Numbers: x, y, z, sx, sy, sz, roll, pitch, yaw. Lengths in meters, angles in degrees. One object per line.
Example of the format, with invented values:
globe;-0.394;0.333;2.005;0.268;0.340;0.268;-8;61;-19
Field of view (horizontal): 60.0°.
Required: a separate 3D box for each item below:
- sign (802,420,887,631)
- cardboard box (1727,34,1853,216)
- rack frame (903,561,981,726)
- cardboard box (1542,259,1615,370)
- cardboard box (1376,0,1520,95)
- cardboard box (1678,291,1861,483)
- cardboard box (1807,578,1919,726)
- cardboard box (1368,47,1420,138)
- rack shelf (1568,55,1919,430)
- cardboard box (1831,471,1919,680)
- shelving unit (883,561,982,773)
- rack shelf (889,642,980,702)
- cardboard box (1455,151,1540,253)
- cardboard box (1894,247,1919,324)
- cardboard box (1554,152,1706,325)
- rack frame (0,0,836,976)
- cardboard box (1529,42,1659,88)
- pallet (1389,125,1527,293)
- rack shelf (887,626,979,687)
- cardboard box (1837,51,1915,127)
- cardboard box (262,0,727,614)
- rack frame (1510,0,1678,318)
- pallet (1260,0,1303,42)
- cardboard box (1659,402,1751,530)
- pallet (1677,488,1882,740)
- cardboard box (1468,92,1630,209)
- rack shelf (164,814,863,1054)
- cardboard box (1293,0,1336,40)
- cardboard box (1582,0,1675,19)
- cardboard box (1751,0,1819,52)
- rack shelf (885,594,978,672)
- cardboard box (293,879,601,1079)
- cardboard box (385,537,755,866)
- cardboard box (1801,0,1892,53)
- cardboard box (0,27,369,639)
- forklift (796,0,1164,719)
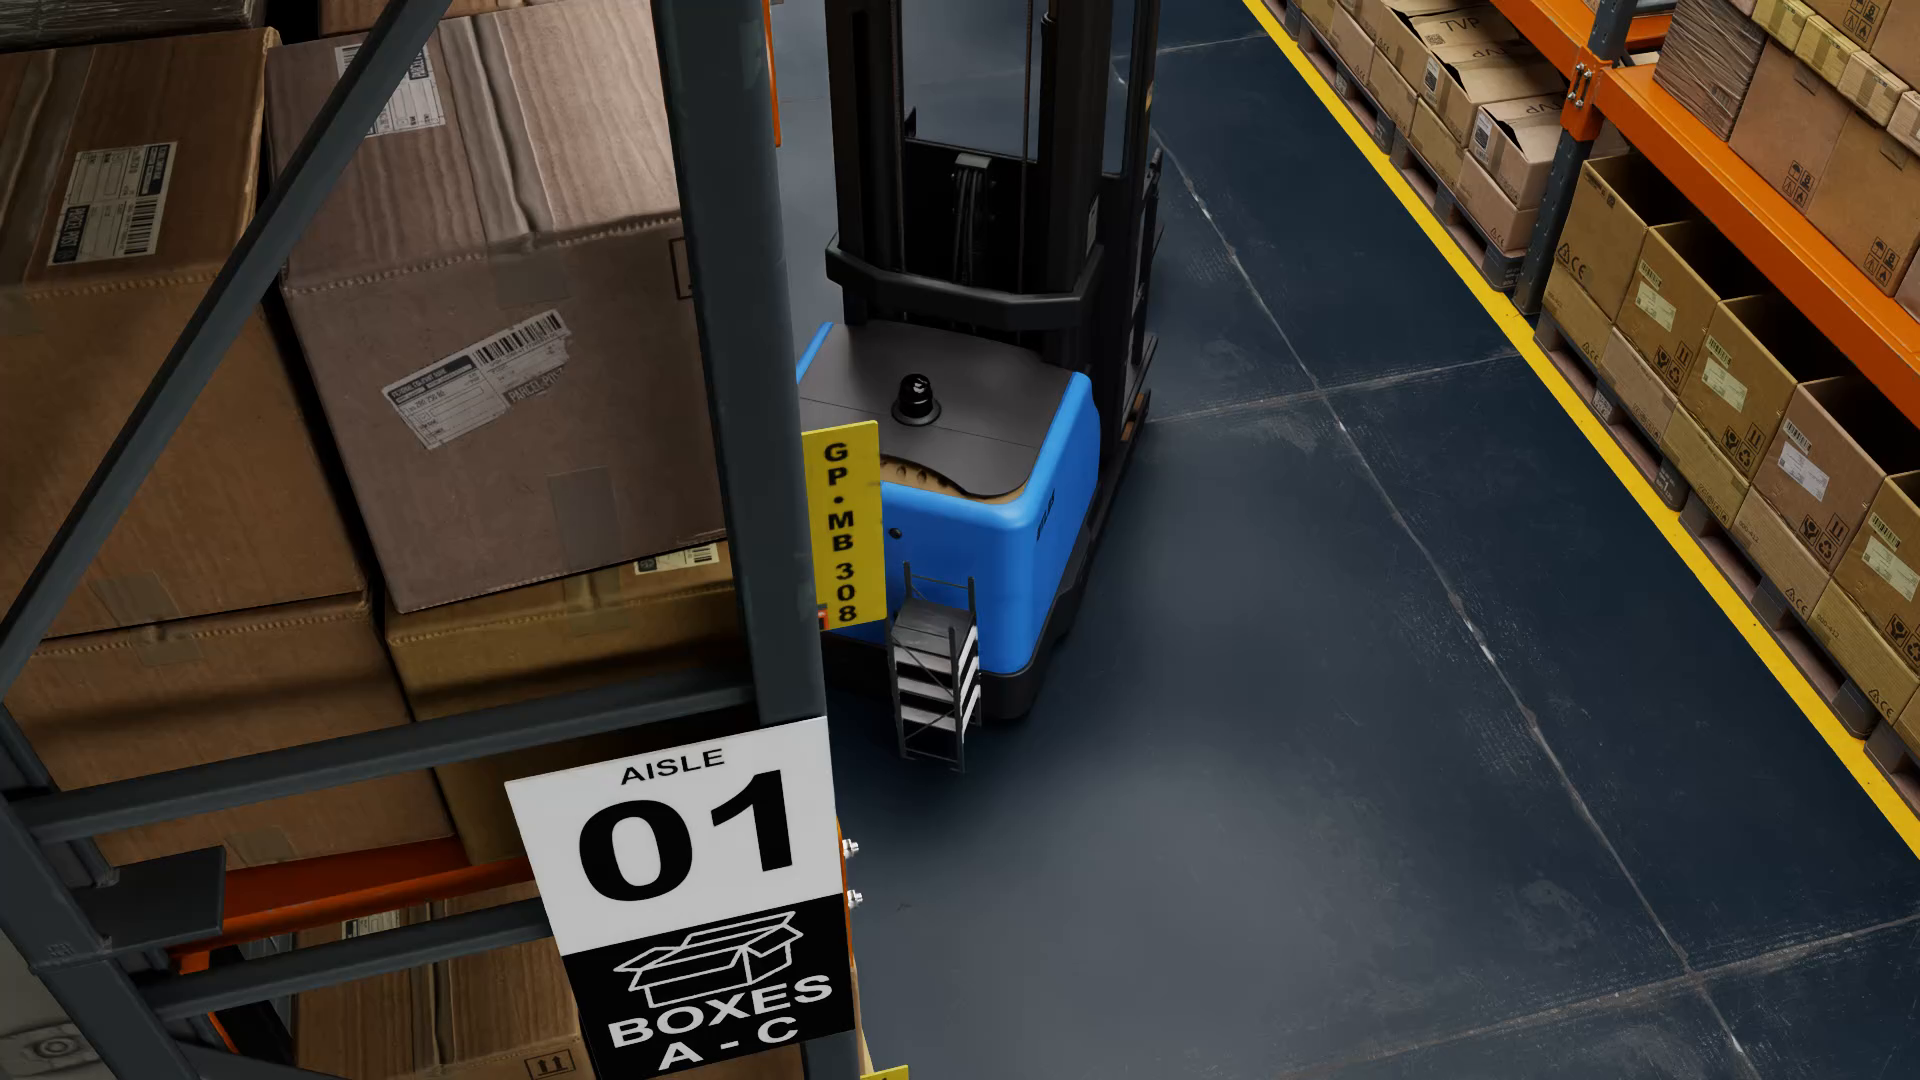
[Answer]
sign;-0.140;-0.009;1.946;0.100;0.325;0.005;-11;47;-10
cardboard box;3.360;-1.590;6.138;0.700;0.500;0.500;-11;47;-11
rack frame;-0.053;0.373;5.724;0.240;0.900;0.006;13;54;12
cardboard box;2.925;-1.033;7.293;0.500;0.250;0.500;-11;47;-10
cardboard box;2.454;-2.535;8.372;0.500;0.311;0.500;-11;47;-10
cardboard box;3.172;-0.603;6.347;0.500;0.500;0.500;-11;47;-10
cardboard box;3.431;0.349;5.939;0.500;0.250;0.500;-11;47;-10
cardboard box;2.454;-2.344;8.578;0.500;0.250;0.500;-10;46;-9
rack shelf;3.611;-0.591;5.733;1.077;0.370;4.000;-11;47;-10
cardboard box;3.428;0.087;5.670;0.500;0.500;0.500;-11;47;-10
shelving unit;-0.084;0.451;5.665;0.258;0.900;0.210;13;54;12
rack shelf;-0.086;0.416;5.620;0.258;0.077;0.200;13;54;12
cardboard box;2.713;-1.642;7.890;0.500;0.250;0.500;-11;47;-11
cardboard box;3.617;-0.890;5.452;0.700;0.500;0.500;-9;46;-9
cardboard box;2.916;-1.293;7.023;0.500;0.500;0.500;-11;47;-10
rack frame;-0.664;-0.654;1.090;1.000;3.000;0.127;-11;47;-10
cardboard box;3.111;-2.282;8.125;0.500;0.311;0.500;-11;47;-11
pallet;2.873;-1.749;8.316;1.003;0.211;1.213;-11;47;-10
rack shelf;-0.089;0.361;5.549;0.258;0.077;0.200;13;54;12
cardboard box;3.244;-1.560;5.654;0.380;0.149;0.250;-12;47;-12
cardboard box;-0.528;-0.306;2.065;0.500;0.500;0.500;-14;47;-13
rack frame;3.099;-2.224;6.829;1.000;3.000;0.127;-11;47;-10
pallet;2.248;-3.434;9.967;1.003;0.211;1.213;-11;47;-10
cardboard box;3.171;-0.340;6.615;0.500;0.250;0.500;-11;47;-10
pallet;3.578;0.153;6.452;1.003;0.211;1.213;-11;47;-10
cardboard box;2.719;-1.832;7.683;0.500;0.311;0.500;-11;47;-10
rack shelf;-1.176;-0.733;3.771;1.077;0.370;4.000;-11;47;-10
cardboard box;2.194;-3.050;9.270;0.500;0.250;0.500;-12;47;-11
cardboard box;2.931;-2.503;7.208;0.500;0.250;0.500;-8;46;-8
cardboard box;3.113;-1.914;6.001;0.380;0.149;0.250;-12;47;-11
rack shelf;-0.093;0.305;5.478;0.258;0.077;0.200;13;54;12
cardboard box;-0.990;0.943;3.292;0.500;0.500;0.500;-11;47;-11
cardboard box;-0.508;0.078;2.389;0.500;0.500;0.500;-10;46;-9
cardboard box;3.350;-2.059;5.689;0.700;0.500;0.500;-11;47;-10
cardboard box;-1.027;-0.245;2.006;0.500;0.500;0.500;-9;46;-9
forklift;0.190;-1.451;6.120;1.130;2.935;3.031;13;47;12
